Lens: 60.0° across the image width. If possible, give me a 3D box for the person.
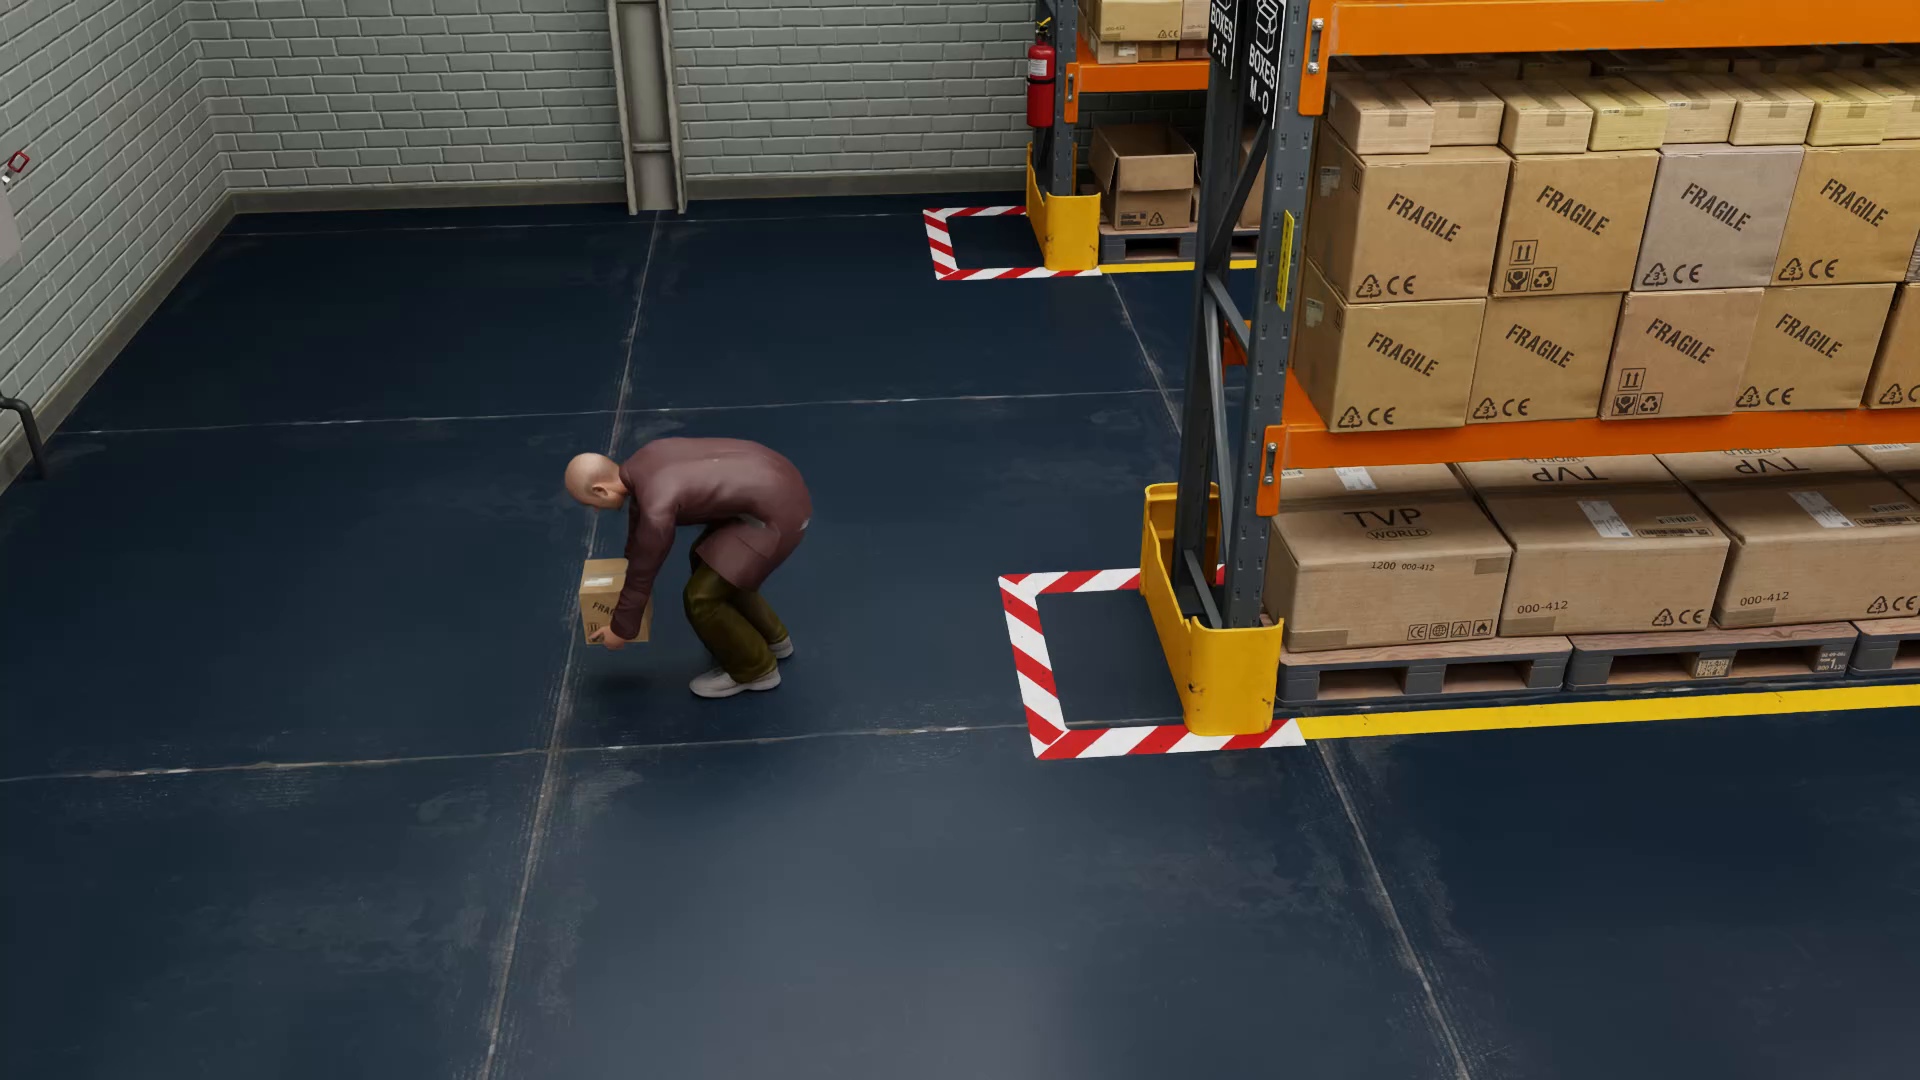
[{"bbox_3d":[-1.053,0.099,6.665,0.941,1.078,0.582,-4,31,-7],"label":"person"}]
